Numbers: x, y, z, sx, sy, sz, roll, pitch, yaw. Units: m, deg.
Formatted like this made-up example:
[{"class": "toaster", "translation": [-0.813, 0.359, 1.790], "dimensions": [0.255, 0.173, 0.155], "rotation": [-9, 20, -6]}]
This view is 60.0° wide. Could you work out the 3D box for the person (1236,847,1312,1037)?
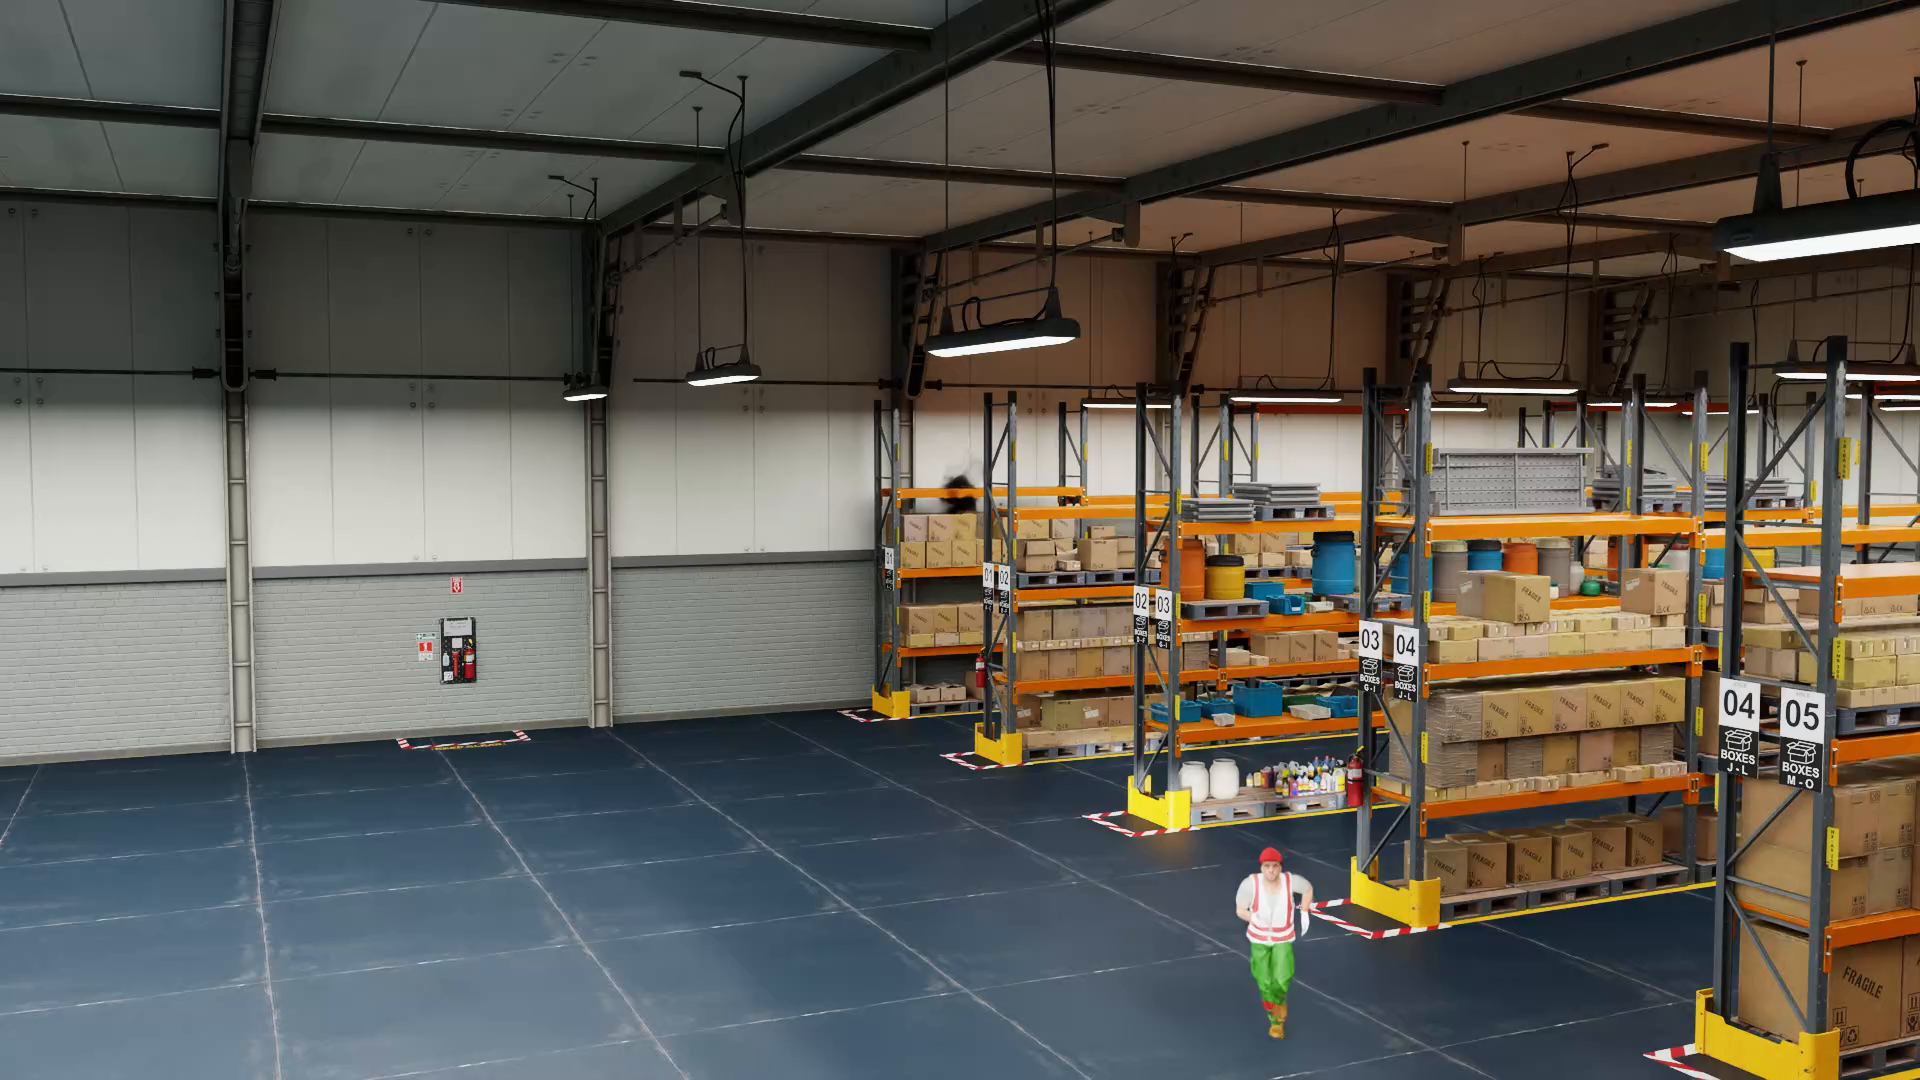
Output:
[{"class": "person", "translation": [2.689, 3.467, 14.279], "dimensions": [0.632, 1.717, 0.745], "rotation": [1, 3, 14]}]
